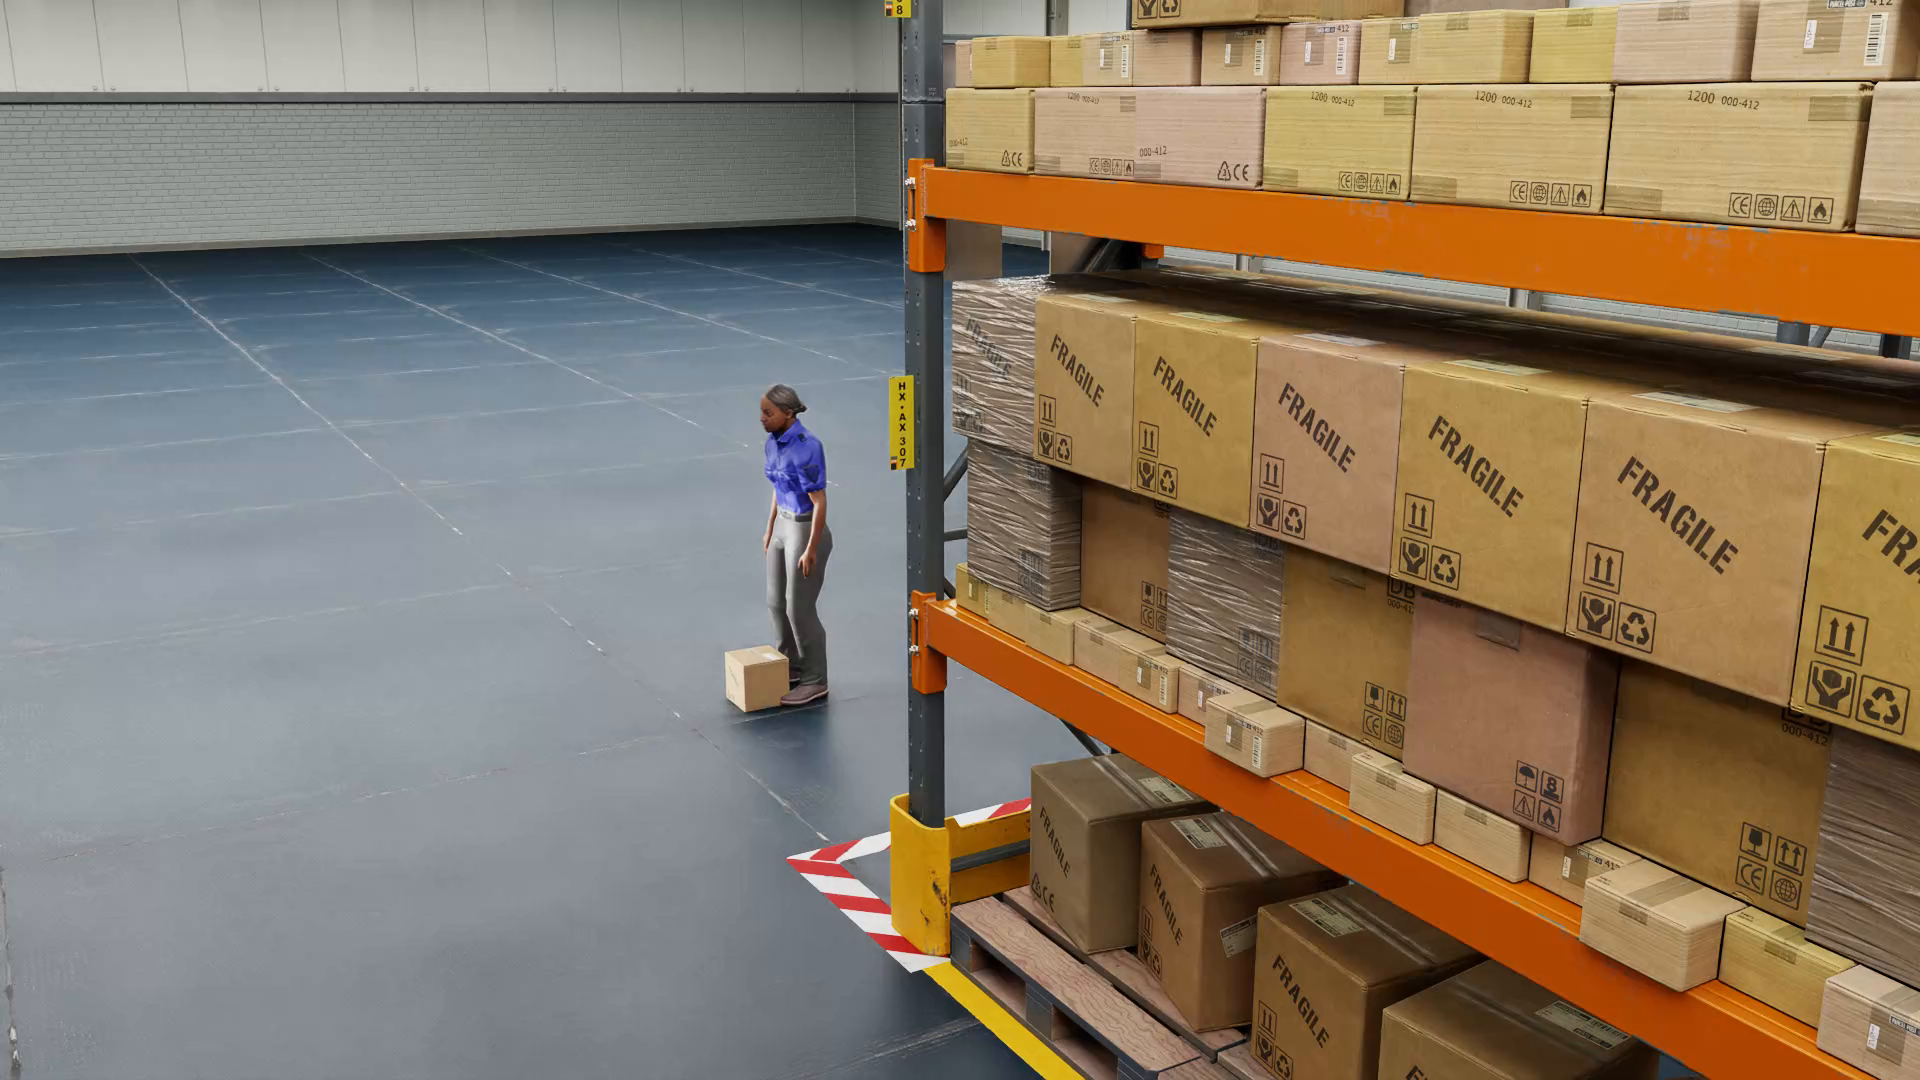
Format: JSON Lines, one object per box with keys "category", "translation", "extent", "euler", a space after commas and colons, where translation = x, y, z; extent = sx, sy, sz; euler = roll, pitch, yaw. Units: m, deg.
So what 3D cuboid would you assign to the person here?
{"category": "person", "translation": [-0.855, 0.002, 8.519], "extent": [0.353, 1.654, 0.518], "euler": [-9, 17, -31]}
